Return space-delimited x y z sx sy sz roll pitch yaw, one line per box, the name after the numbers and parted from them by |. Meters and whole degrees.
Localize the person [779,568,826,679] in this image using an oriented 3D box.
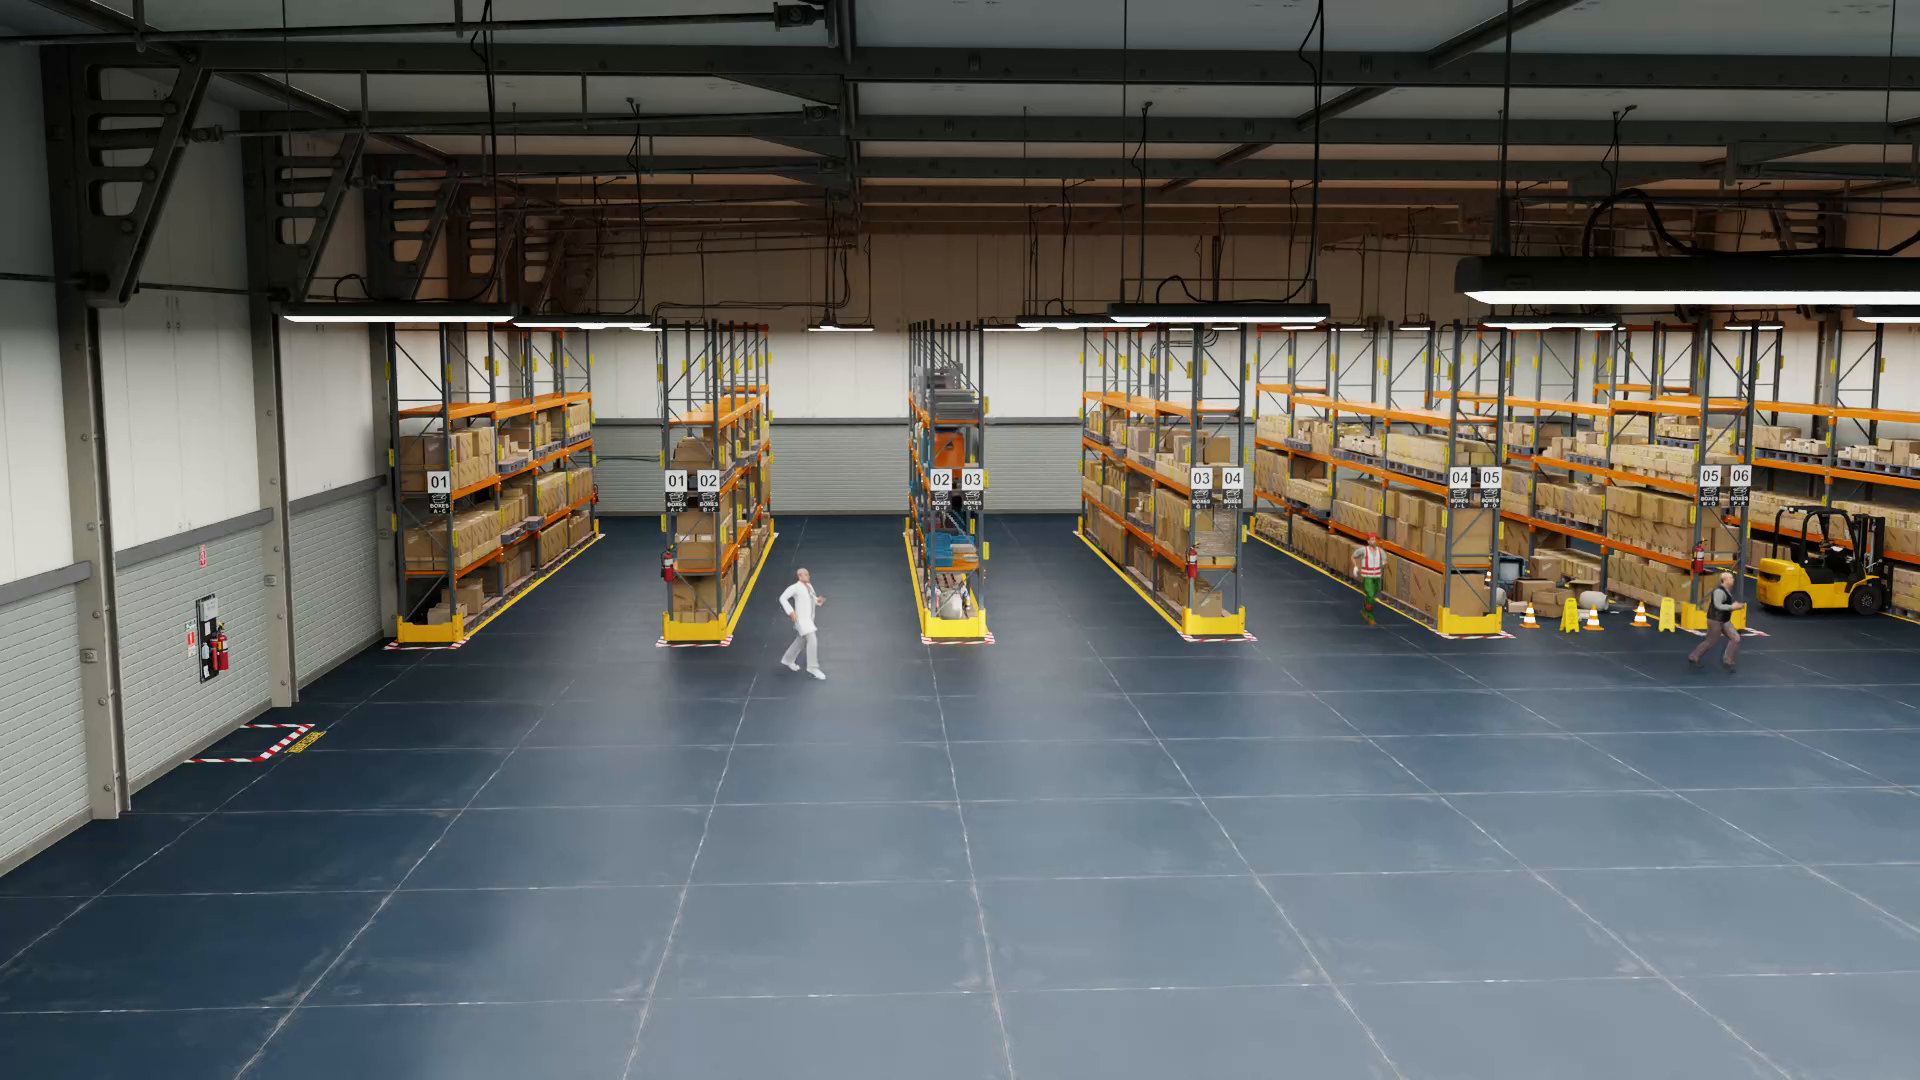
-2.643 1.384 27.954 0.909 1.836 0.681 3 7 20 | person

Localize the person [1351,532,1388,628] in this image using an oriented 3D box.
8.119 0.758 32.904 0.655 1.825 0.856 -2 7 -15 | person

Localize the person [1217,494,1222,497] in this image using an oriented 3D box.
7.438 -0.957 47.578 0.638 1.621 0.659 1 7 11 | person

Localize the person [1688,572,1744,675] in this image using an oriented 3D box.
12.822 1.406 28.188 0.853 1.764 0.672 6 9 40 | person
